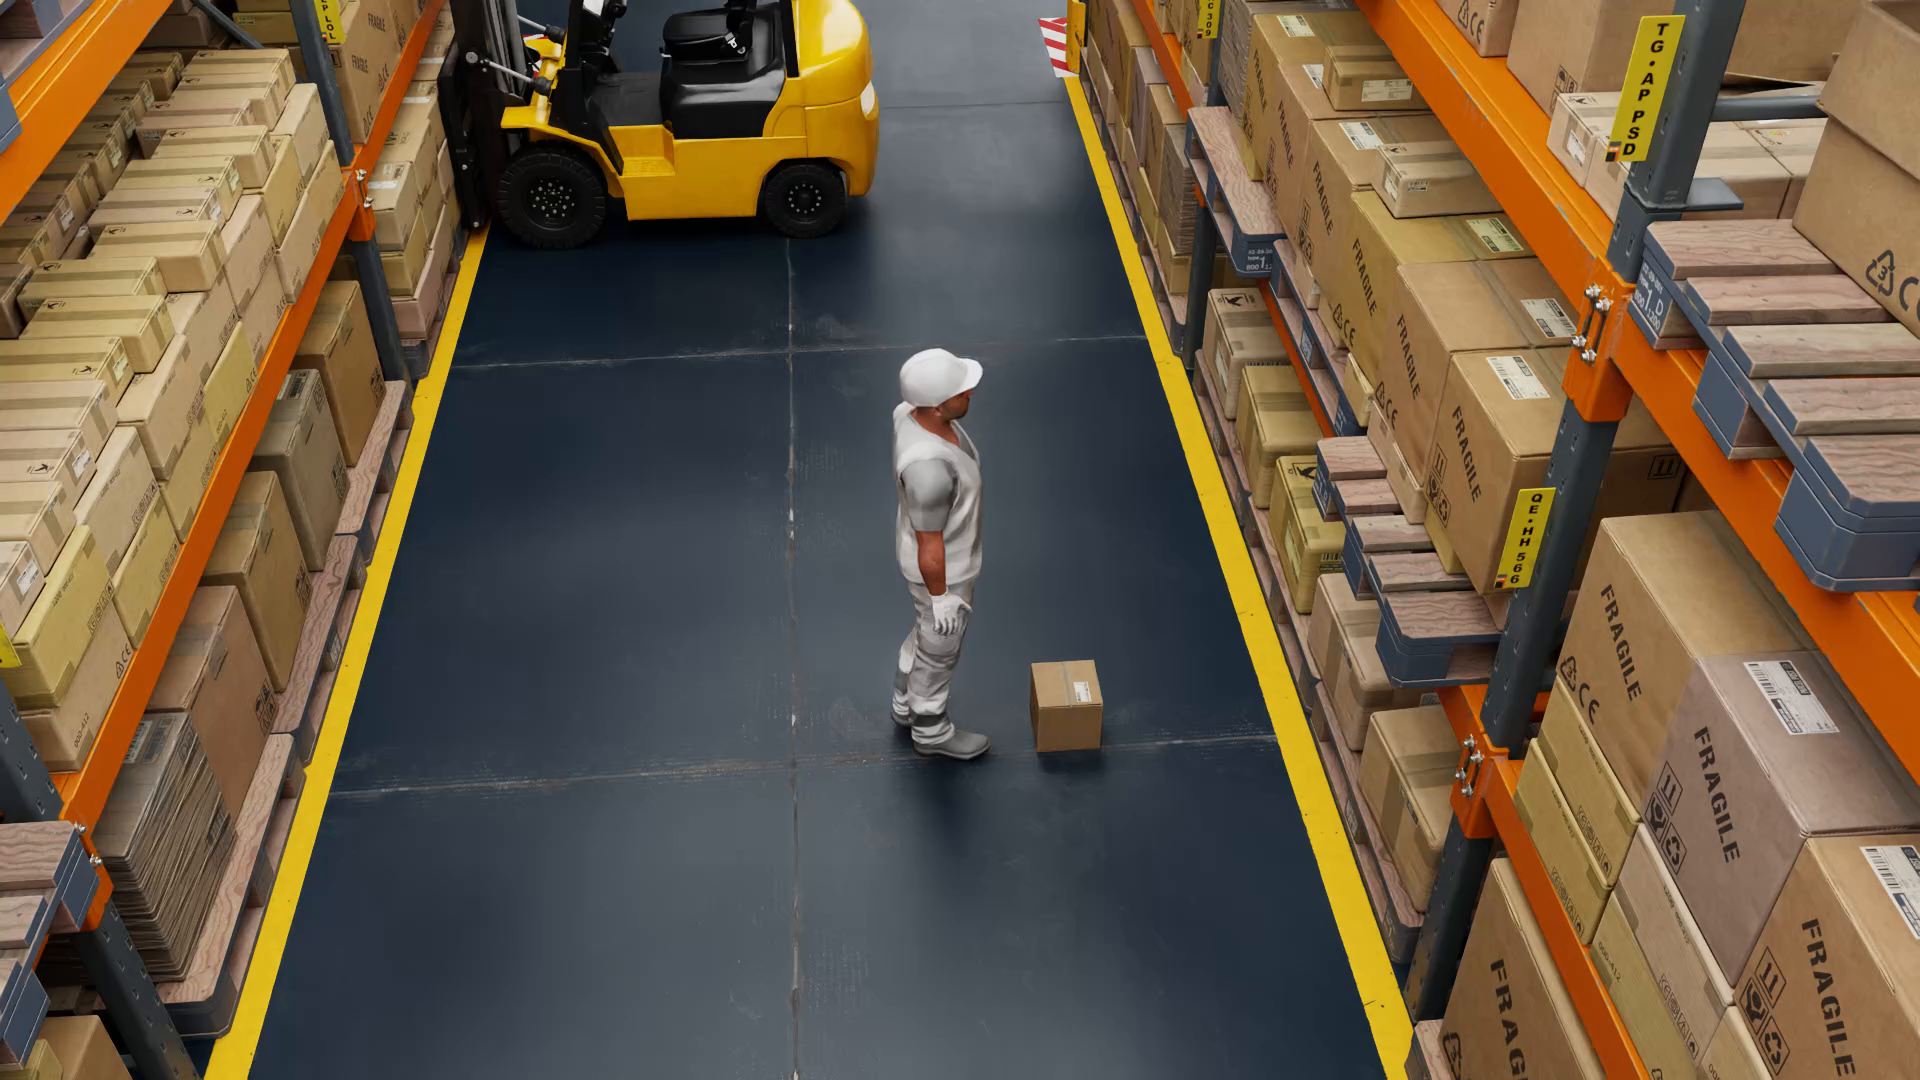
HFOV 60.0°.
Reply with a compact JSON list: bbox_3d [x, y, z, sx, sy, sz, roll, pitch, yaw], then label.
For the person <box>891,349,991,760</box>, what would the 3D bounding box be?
[{"bbox_3d":[-0.078,0.073,6.039,0.382,1.808,0.546,-2,39,-3],"label":"person"}]
